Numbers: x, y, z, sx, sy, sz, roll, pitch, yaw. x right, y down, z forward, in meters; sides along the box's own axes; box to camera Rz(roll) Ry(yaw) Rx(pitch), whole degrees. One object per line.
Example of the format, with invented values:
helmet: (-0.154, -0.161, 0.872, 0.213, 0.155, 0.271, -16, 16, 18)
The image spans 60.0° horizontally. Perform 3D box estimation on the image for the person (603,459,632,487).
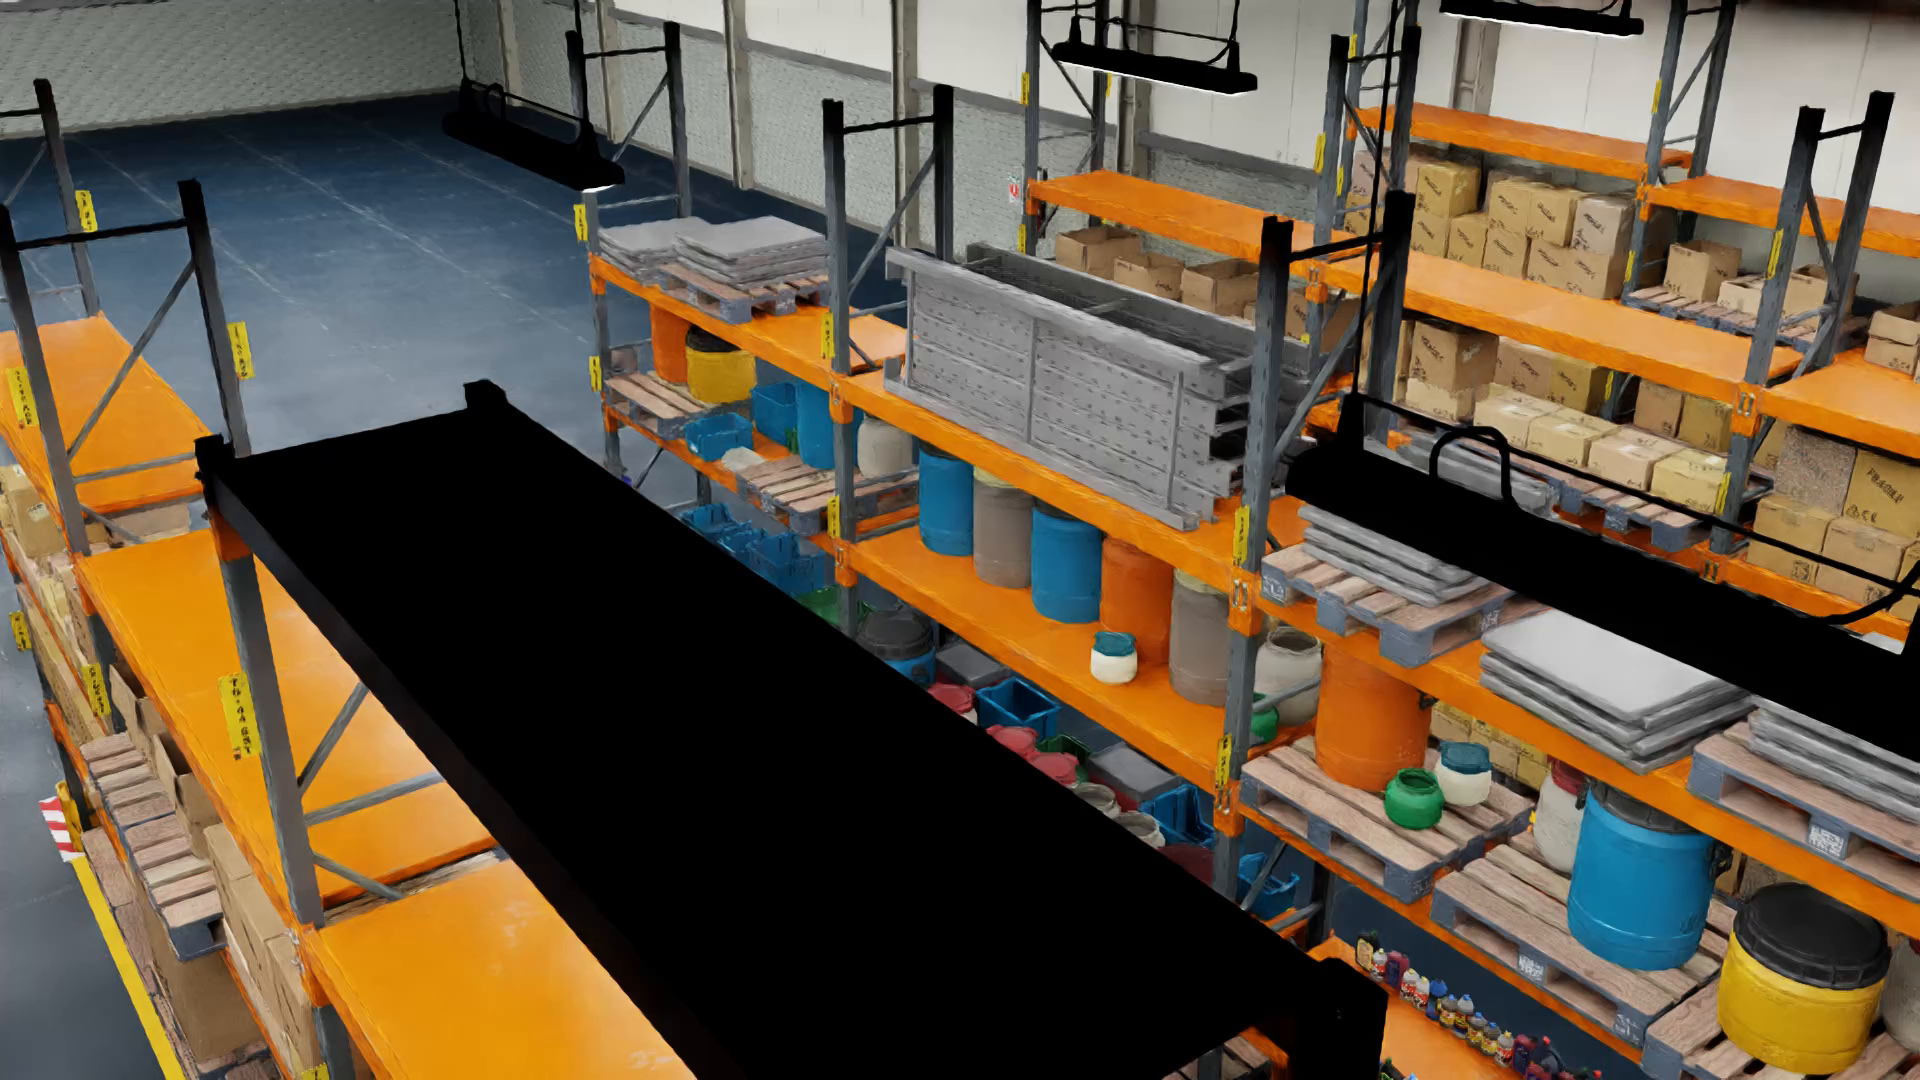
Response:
person: (-3.401, -0.141, 17.331, 0.491, 1.652, 0.653, 5, 25, 10)
